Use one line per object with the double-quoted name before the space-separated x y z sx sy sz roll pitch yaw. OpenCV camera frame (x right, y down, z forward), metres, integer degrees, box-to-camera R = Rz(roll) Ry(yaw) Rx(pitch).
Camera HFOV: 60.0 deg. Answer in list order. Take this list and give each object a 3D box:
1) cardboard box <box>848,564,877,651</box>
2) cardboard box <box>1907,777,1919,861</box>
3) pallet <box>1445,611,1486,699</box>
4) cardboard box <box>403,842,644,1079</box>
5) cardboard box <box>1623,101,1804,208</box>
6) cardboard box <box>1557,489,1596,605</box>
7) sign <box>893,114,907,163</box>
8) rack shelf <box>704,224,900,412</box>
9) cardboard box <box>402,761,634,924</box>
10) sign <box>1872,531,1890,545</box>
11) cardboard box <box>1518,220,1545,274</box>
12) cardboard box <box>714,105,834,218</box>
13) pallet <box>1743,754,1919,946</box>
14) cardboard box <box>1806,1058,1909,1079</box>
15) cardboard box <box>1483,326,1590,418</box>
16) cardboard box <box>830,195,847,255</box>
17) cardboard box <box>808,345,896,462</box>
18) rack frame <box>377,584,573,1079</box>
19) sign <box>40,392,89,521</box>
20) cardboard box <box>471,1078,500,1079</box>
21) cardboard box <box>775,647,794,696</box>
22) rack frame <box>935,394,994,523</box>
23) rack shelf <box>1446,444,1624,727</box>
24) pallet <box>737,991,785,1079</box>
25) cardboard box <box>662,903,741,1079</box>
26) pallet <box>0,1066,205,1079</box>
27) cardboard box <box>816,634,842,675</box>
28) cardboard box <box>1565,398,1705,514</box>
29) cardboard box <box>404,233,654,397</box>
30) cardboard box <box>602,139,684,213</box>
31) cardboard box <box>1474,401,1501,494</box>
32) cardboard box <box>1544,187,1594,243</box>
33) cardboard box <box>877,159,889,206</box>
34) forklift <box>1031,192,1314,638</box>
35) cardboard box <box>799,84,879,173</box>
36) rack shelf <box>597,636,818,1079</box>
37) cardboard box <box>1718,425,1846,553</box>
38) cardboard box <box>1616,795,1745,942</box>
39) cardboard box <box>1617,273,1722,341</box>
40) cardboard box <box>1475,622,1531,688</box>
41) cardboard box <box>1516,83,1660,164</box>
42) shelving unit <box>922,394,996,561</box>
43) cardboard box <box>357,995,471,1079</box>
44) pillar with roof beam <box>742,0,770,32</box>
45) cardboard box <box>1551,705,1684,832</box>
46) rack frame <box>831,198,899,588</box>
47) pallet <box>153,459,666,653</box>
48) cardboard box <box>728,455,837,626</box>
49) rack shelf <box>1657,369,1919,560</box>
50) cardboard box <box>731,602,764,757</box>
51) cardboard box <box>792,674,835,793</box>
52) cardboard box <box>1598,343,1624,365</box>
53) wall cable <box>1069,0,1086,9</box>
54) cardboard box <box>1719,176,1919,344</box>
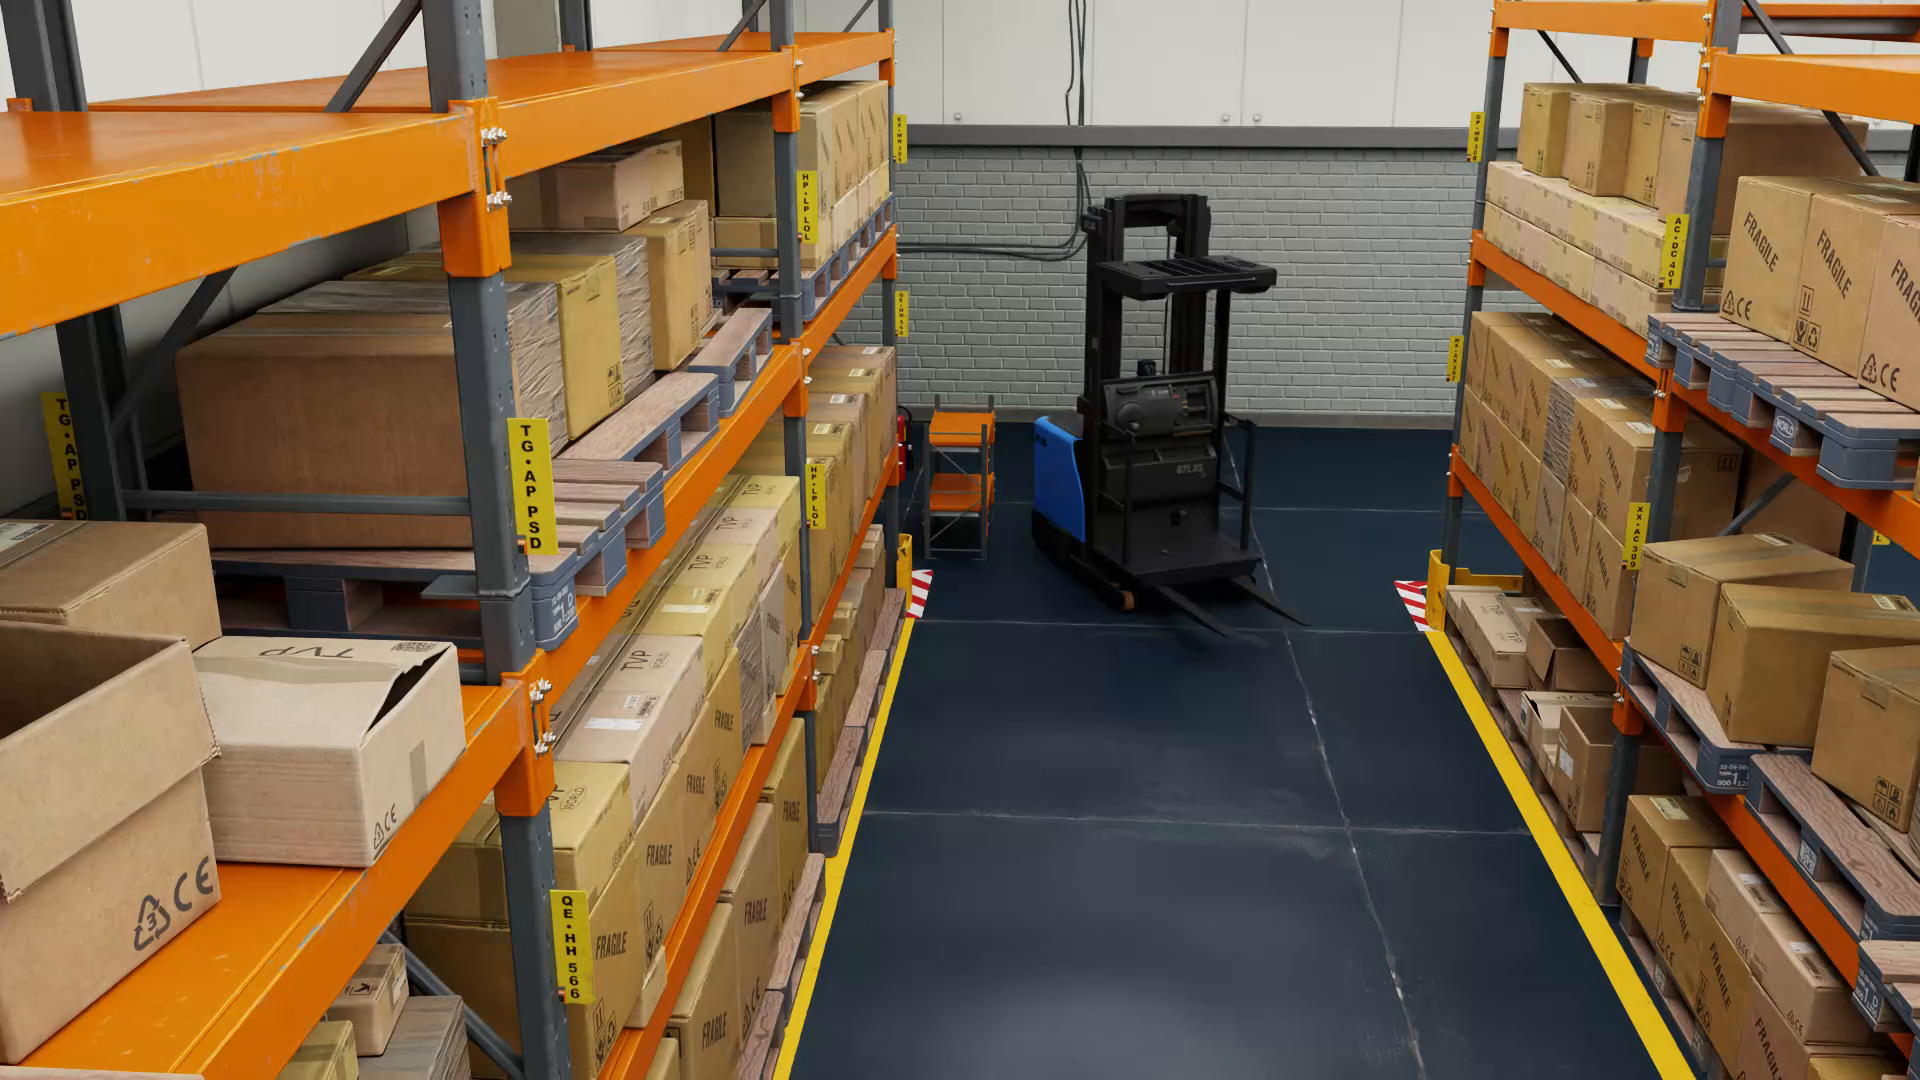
"cardboard box" -0.940 0.416 11.175 0.700 0.500 0.500 1 18 4
"cardboard box" 3.603 0.922 5.457 0.700 0.500 0.500 5 19 14
"pallet" 3.926 0.759 11.269 1.003 0.211 1.213 1 18 4
"cardboard box" -1.237 1.194 4.791 0.500 0.500 0.500 2 18 6
"cardboard box" 3.905 -2.003 8.635 0.700 0.500 0.500 1 18 4
"cardboard box" 3.516 0.036 8.835 0.500 0.500 0.500 2 18 5
"sign" -0.413 -2.739 11.353 0.100 0.325 0.005 1 18 4
"rack shelf" -1.097 -1.410 9.745 1.077 0.370 4.000 1 18 4
"cardboard box" -1.235 0.839 4.672 0.500 0.250 0.500 2 18 5
"sign" 4.255 -0.134 7.656 0.100 0.325 0.005 1 18 4
"cardboard box" 3.614 -1.728 9.802 0.500 0.250 0.500 1 18 4
"cardboard box" -0.910 -1.878 8.220 0.500 0.500 0.500 1 18 3
"pallet" 3.549 1.134 5.953 1.003 0.211 1.213 1 18 4
"cardboard box" 3.284 2.169 5.793 0.500 0.500 0.500 1 18 2
"cardboard box" 3.663 -1.066 10.592 0.500 0.500 0.500 1 18 4
"cardboard box" -0.877 -1.673 8.799 0.500 0.250 0.500 1 18 3
"cardboard box" -0.980 -0.931 11.465 0.980 0.700 0.700 2 18 6
"rack frame" -1.527 1.538 4.413 1.000 3.000 0.127 1 18 4
"sign" -2.080 -0.186 3.899 0.100 0.325 0.005 1 18 4
"cardboard box" -1.273 1.550 4.746 0.380 0.149 0.250 1 18 3
"cardboard box" -0.977 0.595 7.660 0.380 0.149 0.250 2 18 5
"rack frame" 0.037 -0.695 14.236 0.500 1.125 0.032 1 18 4
"rack shelf" 3.844 0.125 9.879 1.077 0.370 4.000 1 18 4
"pallet" -1.305 2.242 6.743 1.003 0.211 1.213 1 18 4
"cardboard box" -1.274 1.862 6.201 0.750 0.750 0.750 1 18 4
"pallet" -1.592 0.932 1.745 1.213 0.211 1.003 1 18 4
"cardboard box" -0.878 0.643 9.442 0.380 0.149 0.250 2 18 6
"cardboard box" 3.513 -0.440 8.682 0.500 0.500 0.500 1 18 3
"cardboard box" -1.488 -0.787 5.825 0.700 0.500 0.500 1 18 4
"cardboard box" -1.434 -1.473 6.712 0.500 0.250 0.500 3 18 8
"cardboard box" 3.661 -0.593 10.755 0.500 0.500 0.500 1 18 3
"cardboard box" 3.579 -1.810 9.250 0.500 0.250 0.500 1 18 4
"cardboard box" -0.741 -2.315 10.759 0.500 0.250 0.500 2 18 6
"forklift" 1.588 -1.004 12.281 1.130 2.935 3.031 -7 19 -20
"cardboard box" -0.781 -2.516 10.169 0.500 0.500 0.500 2 18 6
"rack shelf" -1.384 1.258 6.421 1.077 0.370 4.000 1 18 4
"cardboard box" 4.015 -0.258 8.127 0.500 0.500 0.500 2 18 5
"cardboard box" 3.423 1.528 7.750 0.500 0.500 0.500 0 18 1
"cardboard box" 3.470 -1.106 7.906 0.500 0.250 0.500 1 18 4
"cardboard box" 3.594 0.733 10.578 0.500 0.250 0.500 1 18 4
"cardboard box" 3.967 -2.626 10.536 0.700 0.500 0.500 1 18 4
"shelving unit" 0.000 -0.537 13.754 0.538 1.125 1.048 1 18 4
"cardboard box" -1.551 1.427 3.883 0.700 0.500 0.500 -1 18 -3
"pillar with roof beam" 2.671 -4.560 13.387 9.100 9.000 0.400 1 18 4
"cardboard box" 3.459 1.200 8.751 0.500 0.500 0.500 1 18 4
"rack frame" -0.954 -0.947 11.996 1.000 3.000 0.127 1 18 4
"pallet" -1.534 0.001 4.590 1.213 0.211 1.003 2 18 6
"cardboard box" -1.185 -0.015 8.671 0.980 0.700 0.700 2 18 5
"rack shelf" 3.557 -0.058 5.620 1.077 0.370 4.000 1 18 4
"cardboard box" -1.093 0.560 6.725 0.500 0.500 0.500 1 18 4
"cardboard box" -1.084 1.054 9.230 0.700 0.500 0.500 2 18 5
"cardboard box" 4.162 -0.898 10.080 0.500 0.500 0.500 2 18 5
"wall cable" 2.507 -6.411 15.911 3.097 2.526 0.112 1 18 4
"cardboard box" 3.591 -1.161 6.835 0.600 0.600 0.600 0 18 -1
